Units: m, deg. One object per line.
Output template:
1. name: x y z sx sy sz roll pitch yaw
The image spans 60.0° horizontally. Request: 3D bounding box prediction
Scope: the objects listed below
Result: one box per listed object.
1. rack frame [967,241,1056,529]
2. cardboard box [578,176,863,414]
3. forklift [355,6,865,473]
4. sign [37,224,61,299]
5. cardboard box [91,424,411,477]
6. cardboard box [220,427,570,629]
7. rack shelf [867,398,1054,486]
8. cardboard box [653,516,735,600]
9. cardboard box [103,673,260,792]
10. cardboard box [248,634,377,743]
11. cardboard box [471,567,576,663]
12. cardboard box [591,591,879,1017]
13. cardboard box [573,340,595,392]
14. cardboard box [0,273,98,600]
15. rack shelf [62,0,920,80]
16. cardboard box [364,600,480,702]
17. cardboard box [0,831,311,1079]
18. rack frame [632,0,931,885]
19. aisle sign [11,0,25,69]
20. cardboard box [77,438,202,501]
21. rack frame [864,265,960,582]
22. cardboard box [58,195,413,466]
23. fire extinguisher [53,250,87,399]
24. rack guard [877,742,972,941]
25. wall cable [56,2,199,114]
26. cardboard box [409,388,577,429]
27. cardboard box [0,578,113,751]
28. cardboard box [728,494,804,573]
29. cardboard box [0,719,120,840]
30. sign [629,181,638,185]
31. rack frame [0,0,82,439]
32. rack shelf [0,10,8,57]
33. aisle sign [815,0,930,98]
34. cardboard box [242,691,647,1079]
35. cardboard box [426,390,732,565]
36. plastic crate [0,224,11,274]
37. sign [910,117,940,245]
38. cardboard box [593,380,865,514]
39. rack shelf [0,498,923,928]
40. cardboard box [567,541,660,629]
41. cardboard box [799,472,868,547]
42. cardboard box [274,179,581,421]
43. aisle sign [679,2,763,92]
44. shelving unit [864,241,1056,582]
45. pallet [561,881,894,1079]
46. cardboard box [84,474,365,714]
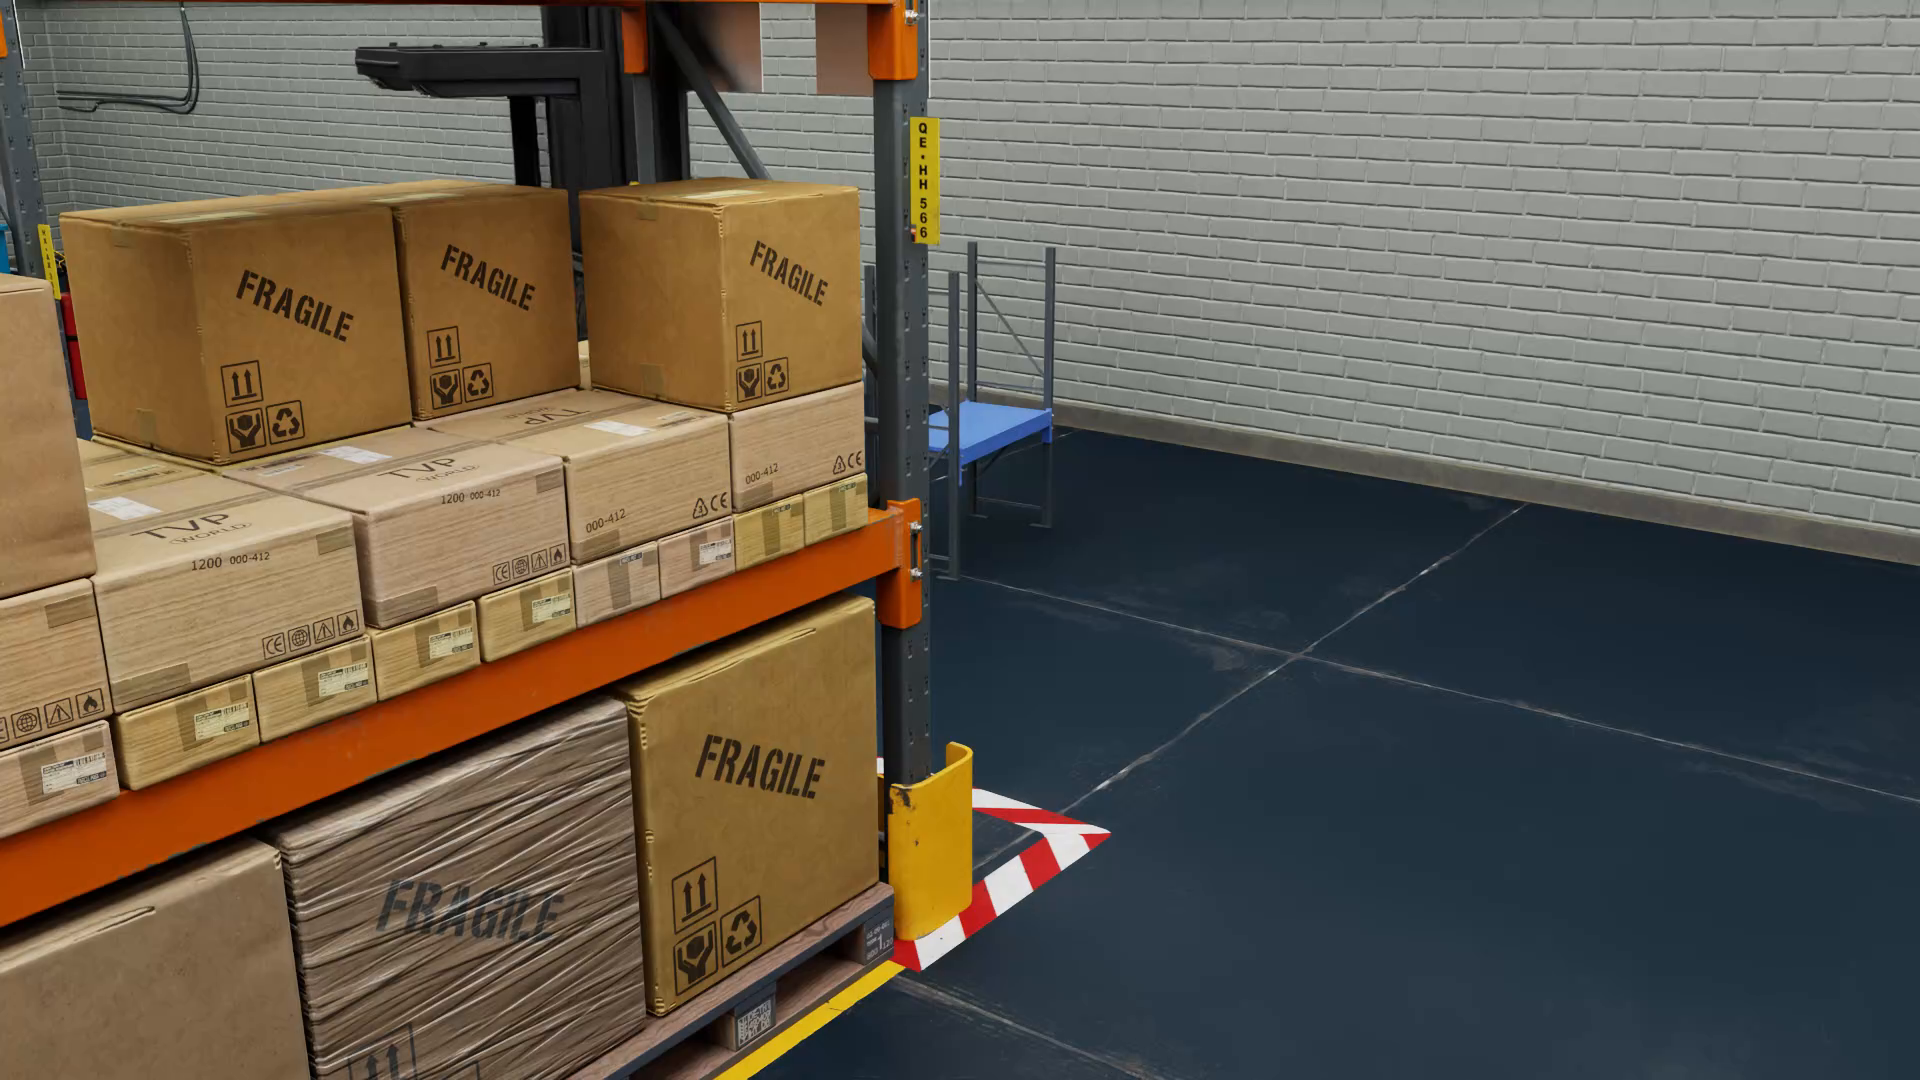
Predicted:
1. rack frame: 0.265 -0.816 8.843 0.500 1.500 0.032 9 20 28
2. cardboard box: -0.601 -0.642 4.242 0.500 0.500 0.500 13 21 35
3. forklift: -1.972 -1.090 7.311 3.031 2.935 1.130 -10 20 -28
4. sign: -4.048 -1.236 7.392 0.100 0.325 0.005 12 21 35
5. cardboard box: -1.632 -0.136 3.876 0.500 0.250 0.500 12 21 33
6. cardboard box: -1.203 -0.043 3.574 0.500 0.250 0.500 12 21 33
7. rack shelf: 0.019 -0.512 8.472 0.538 0.185 1.000 9 20 28
8. cardboard box: -0.775 0.009 4.081 0.380 0.149 0.250 12 21 35
9. cardboard box: -1.535 0.313 3.101 0.380 0.149 0.250 12 21 33
10. cardboard box: -1.381 0.251 3.302 0.380 0.149 0.250 13 21 36
11. cardboard box: -1.077 0.130 3.691 0.380 0.149 0.250 12 21 33
12. cardboard box: -0.839 0.604 4.614 0.875 0.875 0.875 12 21 35
13. cardboard box: -1.025 -0.380 4.662 0.500 0.250 0.500 12 21 33
14. cardboard box: -1.809 -0.162 2.694 0.500 0.500 0.500 12 21 33
15. rack shelf: -1.714 -0.989 3.026 1.077 0.370 4.000 12 21 35
16. cardboard box: -1.231 0.192 3.491 0.380 0.149 0.250 13 21 35
17. cardboard box: -1.912 1.033 3.234 0.875 0.875 0.875 12 21 35
18. rack frame: -0.522 -0.376 4.898 1.000 3.000 0.127 12 21 35
19. aisle sign: -4.222 -2.458 7.219 0.394 0.787 0.004 12 21 35
20. cardboard box: -1.938 -0.011 3.473 0.500 0.250 0.500 12 21 34
21. rack frame: -0.228 -0.552 7.994 0.500 1.500 0.032 9 20 28
22. cardboard box: -1.627 -0.495 3.766 0.500 0.500 0.500 12 21 33
23. fire extinguisher: -4.045 -0.992 7.640 0.296 0.674 0.183 12 21 35
24. rack guard: -0.508 0.812 5.287 1.175 0.500 0.348 12 21 35
25. wall cable: -8.799 -5.668 17.059 3.097 2.526 0.112 12 21 35
26. cardboard box: -1.329 -0.255 4.259 0.500 0.250 0.500 12 21 34
27. cardboard box: -1.811 0.198 2.799 0.500 0.250 0.500 13 22 36
28. cardboard box: -0.623 -0.051 4.274 0.380 0.149 0.250 13 21 35
29. cardboard box: -1.690 0.376 2.899 0.380 0.149 0.250 13 21 35
30. sign: -0.964 -0.927 5.078 0.100 0.325 0.005 12 21 35
31. rack frame: -4.500 -1.252 7.716 1.000 3.000 0.127 12 21 35
32. rack shelf: -5.692 -1.864 5.844 1.077 0.370 4.000 12 21 35
33. aisle sign: -0.238 -1.582 4.397 0.394 0.787 0.004 12 21 35
34. cardboard box: -1.381 0.821 3.916 0.875 0.875 0.875 12 21 35
35. cardboard box: -0.901 -0.164 3.965 0.500 0.250 0.500 12 21 34
36. plastic crate: -4.549 -1.184 7.339 0.616 0.435 0.499 12 21 35
37. sign: -0.095 -0.943 4.372 0.100 0.325 0.005 12 21 35
38. cardboard box: -0.598 -0.284 4.353 0.500 0.250 0.500 12 21 34
39. rack shelf: -1.714 0.444 3.471 1.077 0.370 4.000 12 21 35
40. cardboard box: -0.924 0.068 3.891 0.380 0.149 0.250 13 21 36
41. cardboard box: -0.470 -0.113 4.475 0.380 0.149 0.250 13 21 36
42. cardboard box: -1.323 -0.619 4.167 0.500 0.500 0.500 12 21 33
43. aisle sign: -0.720 -1.688 4.738 0.394 0.787 0.004 12 21 35
44. shelving unit: 0.019 -0.684 8.418 0.538 1.500 1.048 9 20 28
45. pallet: -0.936 1.160 4.654 1.003 0.211 1.213 12 21 35
46. cardboard box: -1.511 0.082 3.172 0.500 0.250 0.500 12 21 35
